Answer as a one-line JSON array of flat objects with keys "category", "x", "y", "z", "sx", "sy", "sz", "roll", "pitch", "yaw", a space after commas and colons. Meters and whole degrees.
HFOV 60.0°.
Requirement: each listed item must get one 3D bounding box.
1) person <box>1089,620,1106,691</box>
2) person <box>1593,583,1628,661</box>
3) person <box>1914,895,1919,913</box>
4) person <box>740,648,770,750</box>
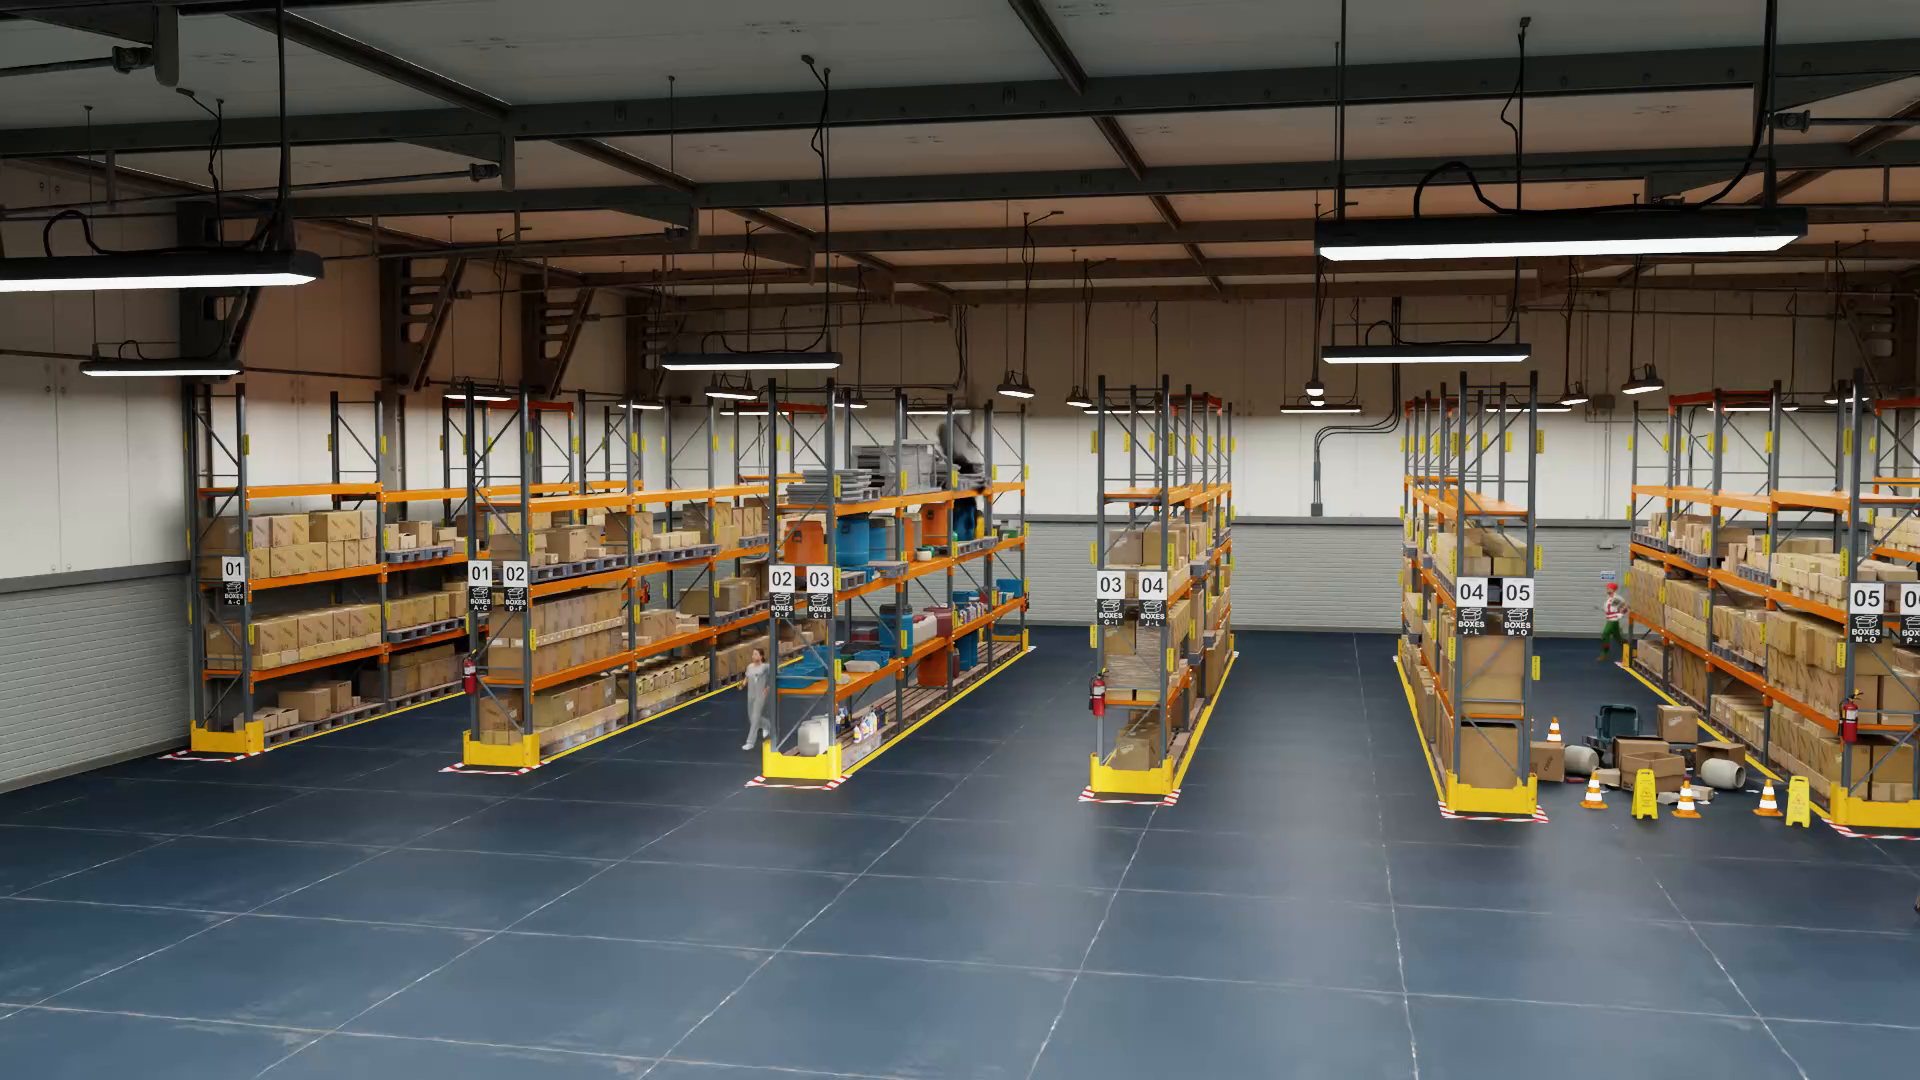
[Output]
[{"category": "person", "x": 2.952, "y": 2.216, "z": 34.068, "sx": 0.594, "sy": 1.753, "sz": 0.753, "roll": 1, "pitch": 3, "yaw": 13}, {"category": "person", "x": 15.139, "y": 1.898, "z": 38.509, "sx": 0.880, "sy": 1.824, "sz": 0.598, "roll": 1, "pitch": 3, "yaw": 10}, {"category": "person", "x": 10.260, "y": 3.198, "z": 17.116, "sx": 0.672, "sy": 1.711, "sz": 0.786, "roll": -2, "pitch": 4, "yaw": -25}, {"category": "person", "x": -3.336, "y": 2.594, "z": 27.444, "sx": 0.583, "sy": 1.642, "sz": 0.938, "roll": 2, "pitch": 4, "yaw": 27}]
